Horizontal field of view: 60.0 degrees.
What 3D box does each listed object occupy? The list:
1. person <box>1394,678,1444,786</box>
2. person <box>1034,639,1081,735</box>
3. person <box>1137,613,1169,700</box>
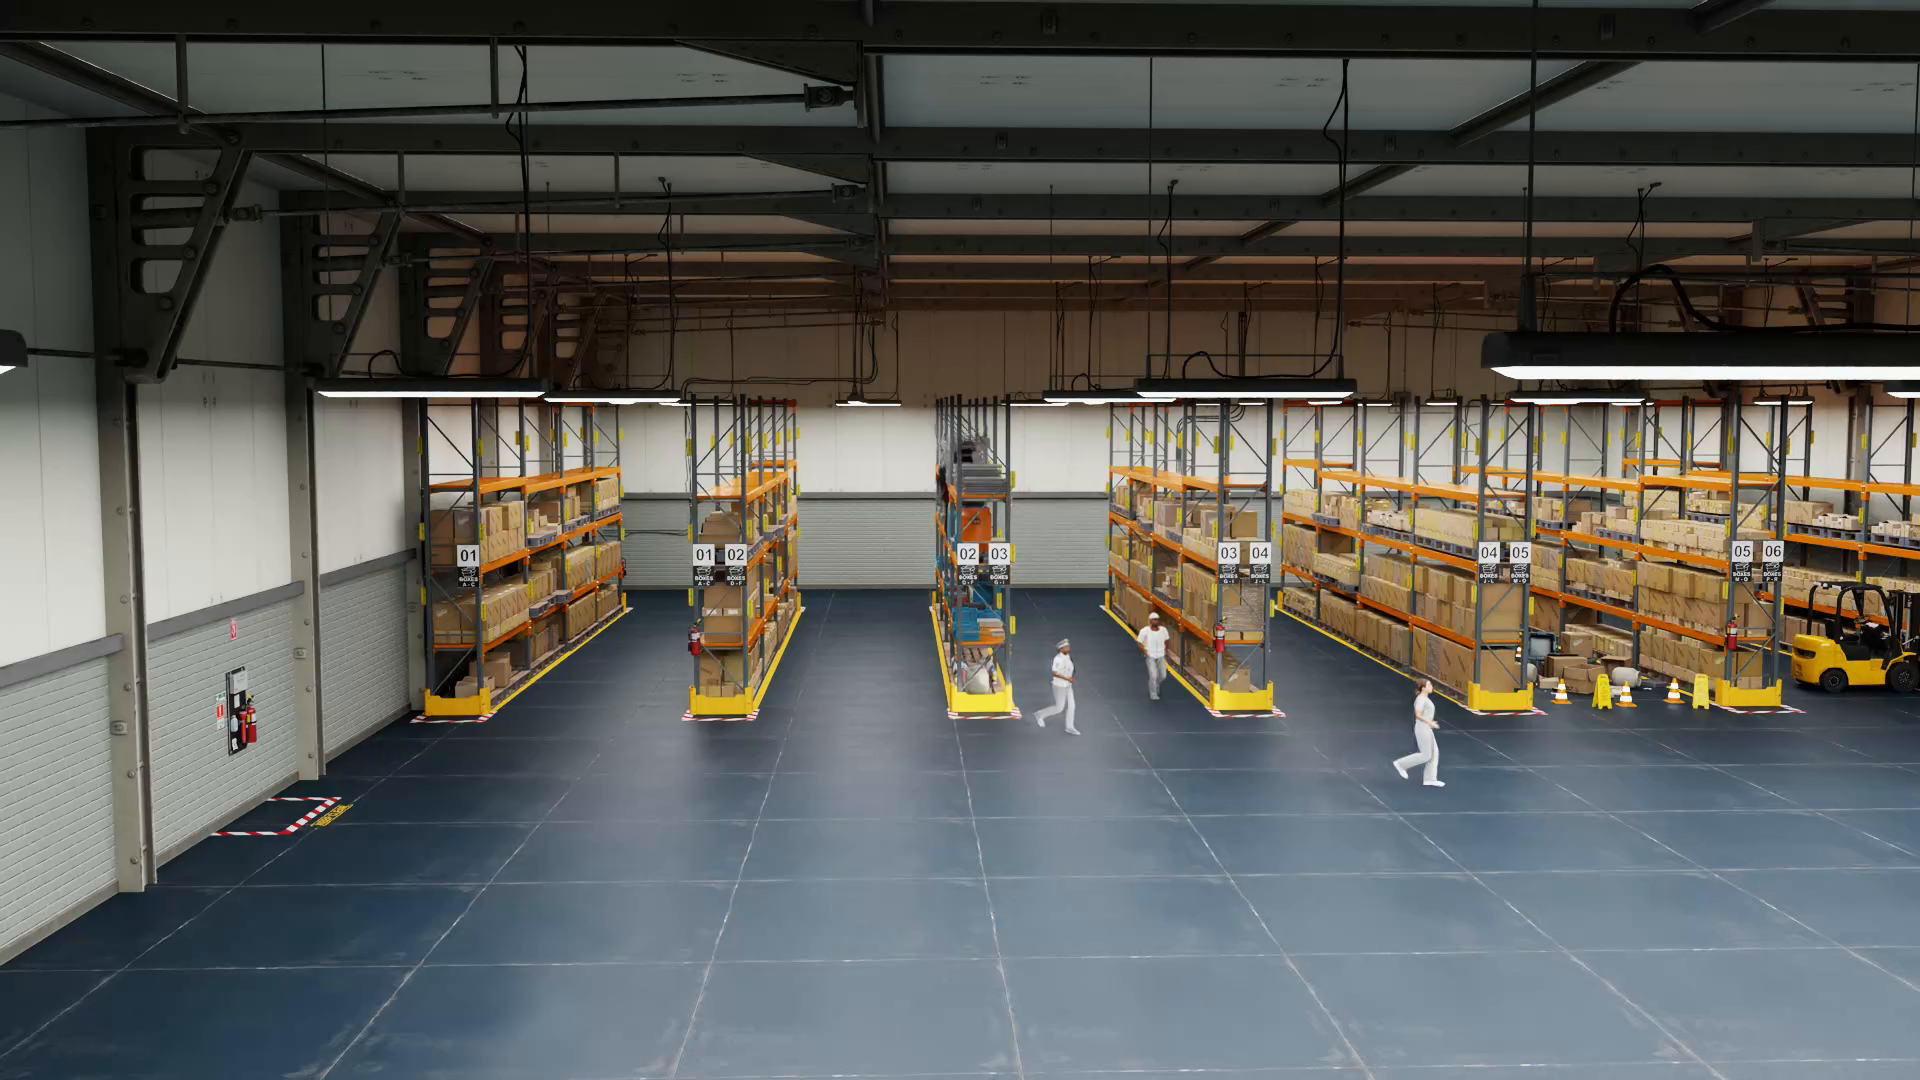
[{"bbox_3d":[6.997,2.908,25.290,0.752,1.642,0.563,2,5,19],"label":"person"},{"bbox_3d":[1.764,2.579,29.433,0.831,1.702,0.587,2,5,28],"label":"person"},{"bbox_3d":[3.826,2.285,32.730,0.679,1.721,0.576,-1,5,-11],"label":"person"}]
